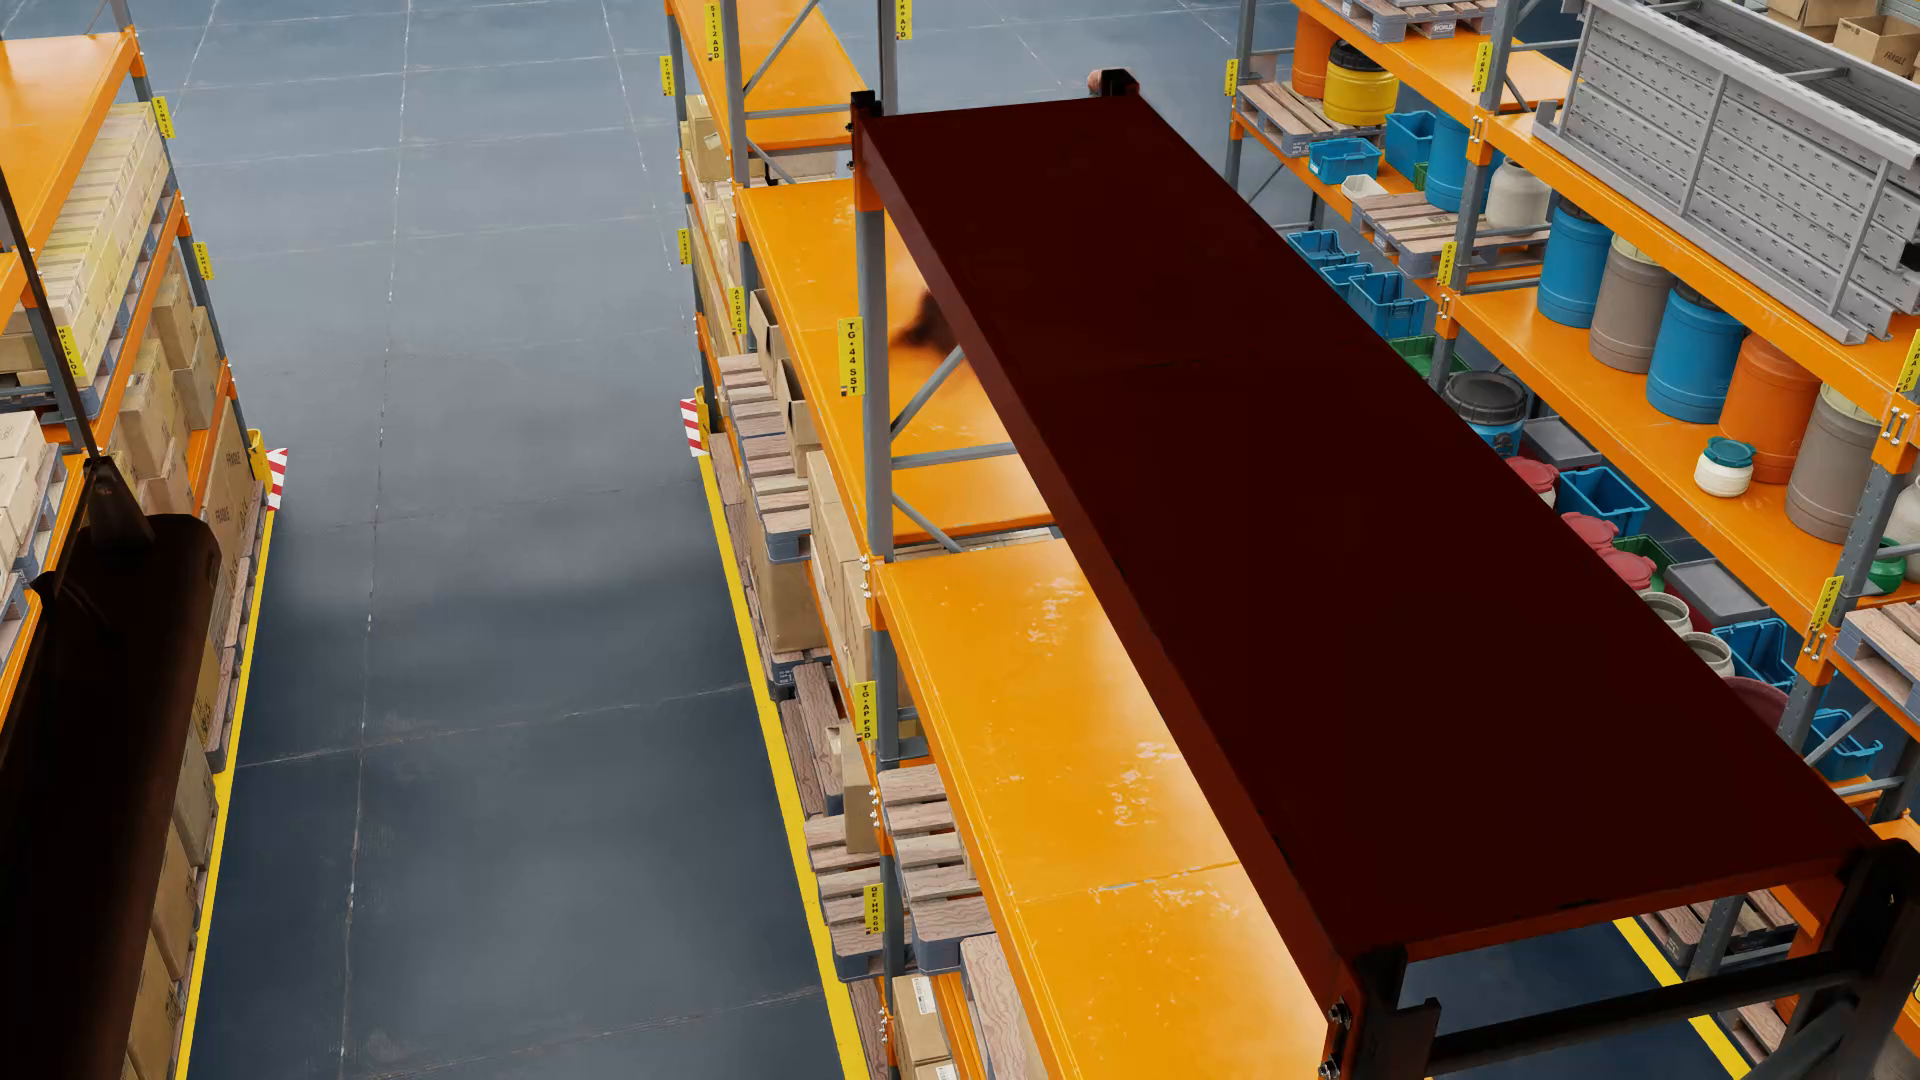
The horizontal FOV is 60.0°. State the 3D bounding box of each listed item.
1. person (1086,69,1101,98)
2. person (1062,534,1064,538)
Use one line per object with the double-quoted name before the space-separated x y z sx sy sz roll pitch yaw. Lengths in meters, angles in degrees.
"person" 1.601 -4.651 19.388 0.772 1.686 0.694 8 35 12
"person" 0.868 0.258 11.719 0.566 1.718 0.725 -15 37 -21
